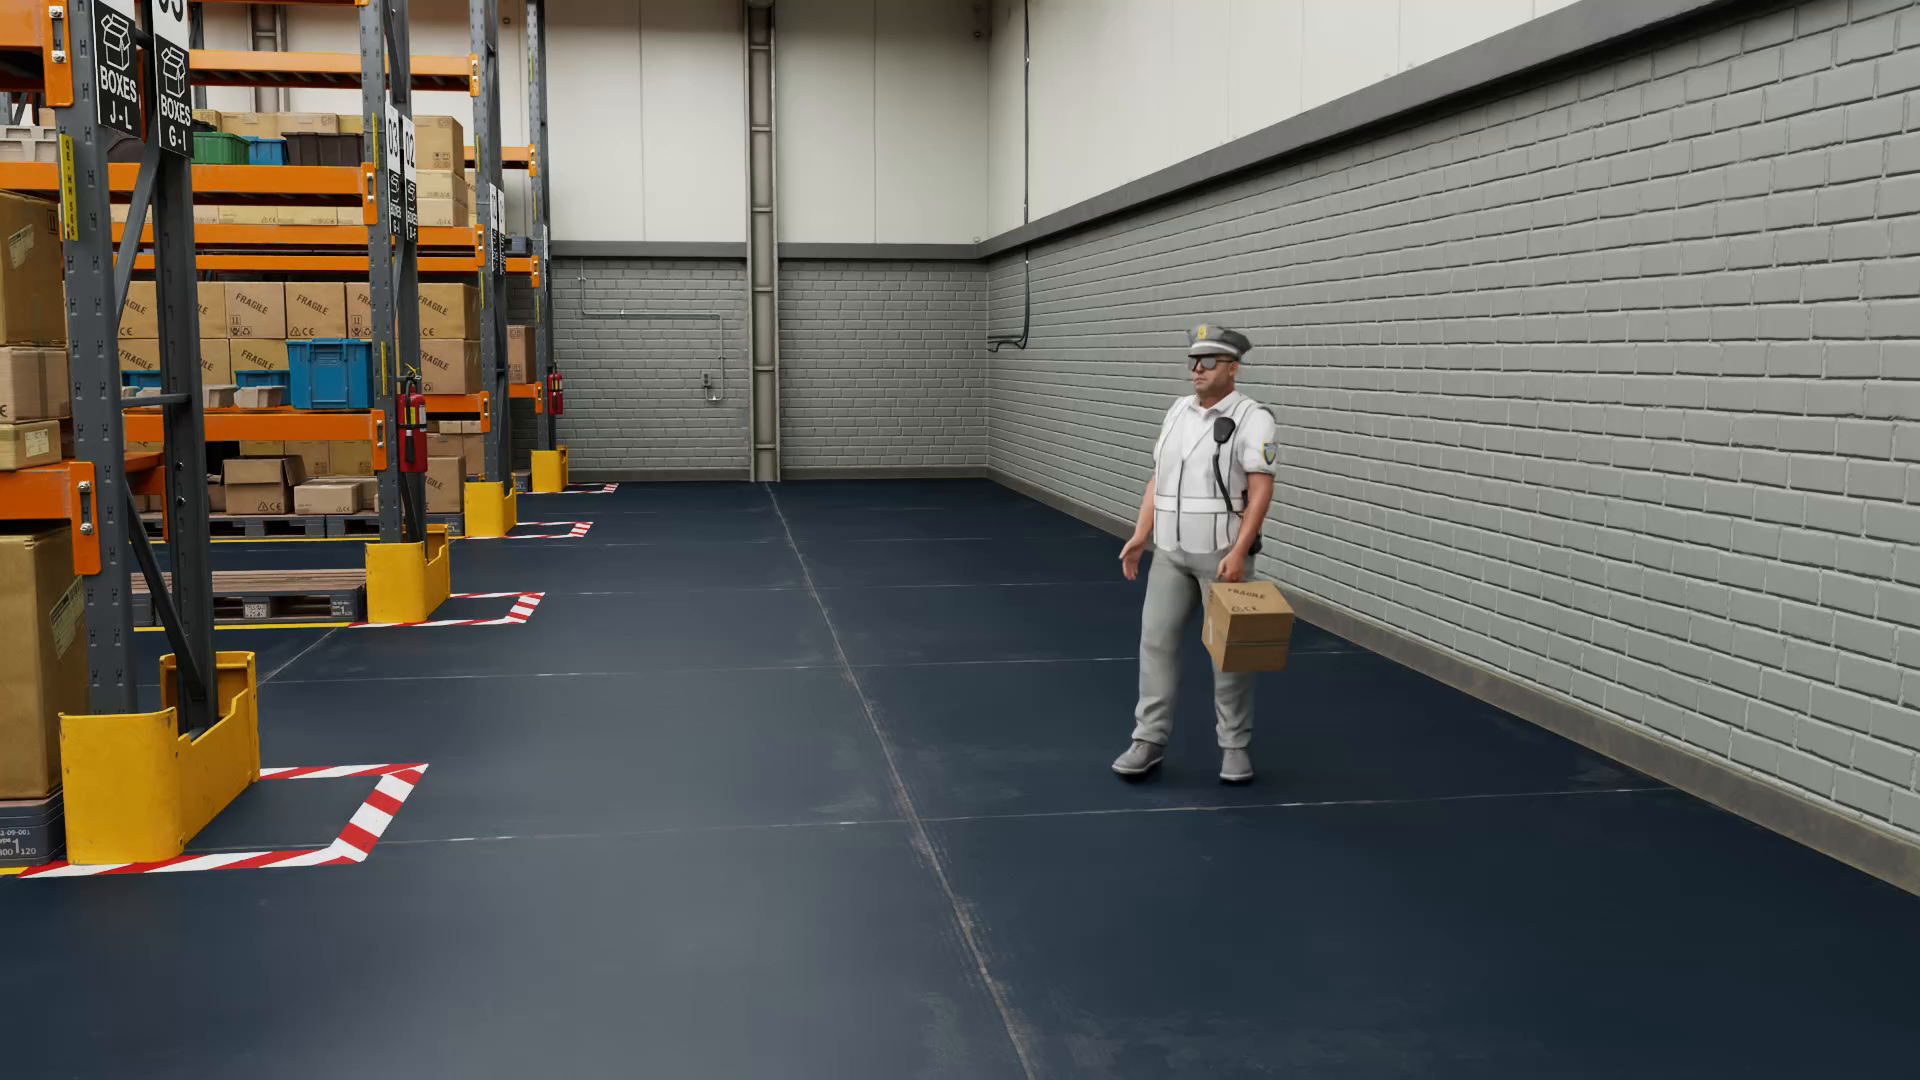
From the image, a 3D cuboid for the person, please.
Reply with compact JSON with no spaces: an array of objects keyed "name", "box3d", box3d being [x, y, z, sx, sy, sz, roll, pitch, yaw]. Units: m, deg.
[{"name":"person","box3d":[0.928,0.045,6.540,0.576,1.778,0.551,5,8,40]}]
